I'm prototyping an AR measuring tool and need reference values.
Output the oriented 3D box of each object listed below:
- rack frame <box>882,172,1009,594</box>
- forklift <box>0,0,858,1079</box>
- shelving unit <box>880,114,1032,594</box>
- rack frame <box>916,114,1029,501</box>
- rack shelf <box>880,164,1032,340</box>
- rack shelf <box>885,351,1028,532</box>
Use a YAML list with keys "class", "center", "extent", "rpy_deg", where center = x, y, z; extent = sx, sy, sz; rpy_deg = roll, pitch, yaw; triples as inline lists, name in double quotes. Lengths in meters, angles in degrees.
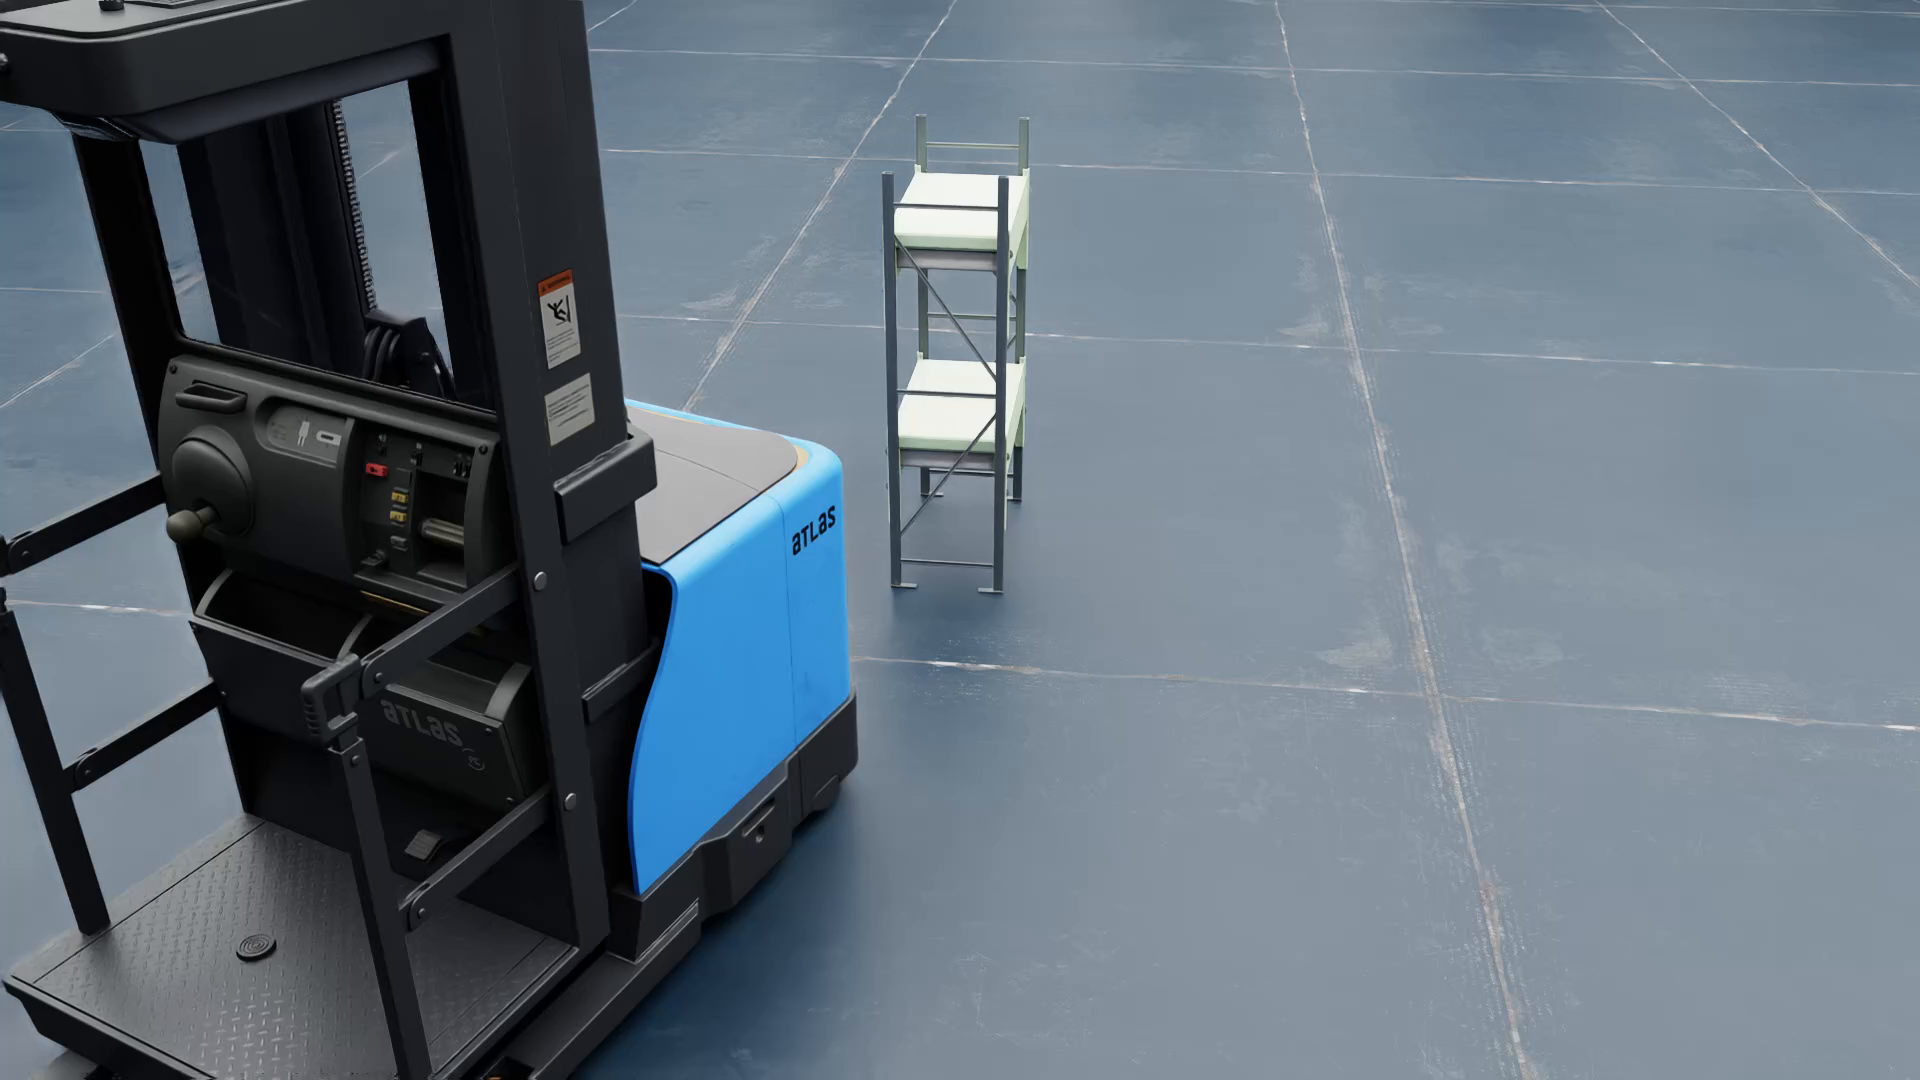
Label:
- class: "rack frame"
  center: [-0.046, -0.485, 5.569]
  extent: [0.400, 1.500, 0.023]
  rpy_deg: [3, 28, 6]
- class: "forklift"
  center: [-1.434, -0.083, 3.313]
  extent: [1.130, 2.935, 3.031]
  rpy_deg: [14, 31, 24]
- class: "shelving unit"
  center: [-0.001, -0.657, 5.888]
  extent: [0.431, 1.500, 0.755]
  rpy_deg: [3, 28, 6]
- class: "rack frame"
  center: [0.044, -0.829, 6.208]
  extent: [0.400, 1.500, 0.023]
  rpy_deg: [3, 28, 6]
- class: "rack shelf"
  center: [-0.001, -1.001, 5.703]
  extent: [0.431, 0.370, 0.720]
  rpy_deg: [3, 28, 6]
- class: "rack shelf"
  center: [-0.001, -0.370, 6.043]
  extent: [0.431, 0.370, 0.720]
  rpy_deg: [3, 28, 6]
